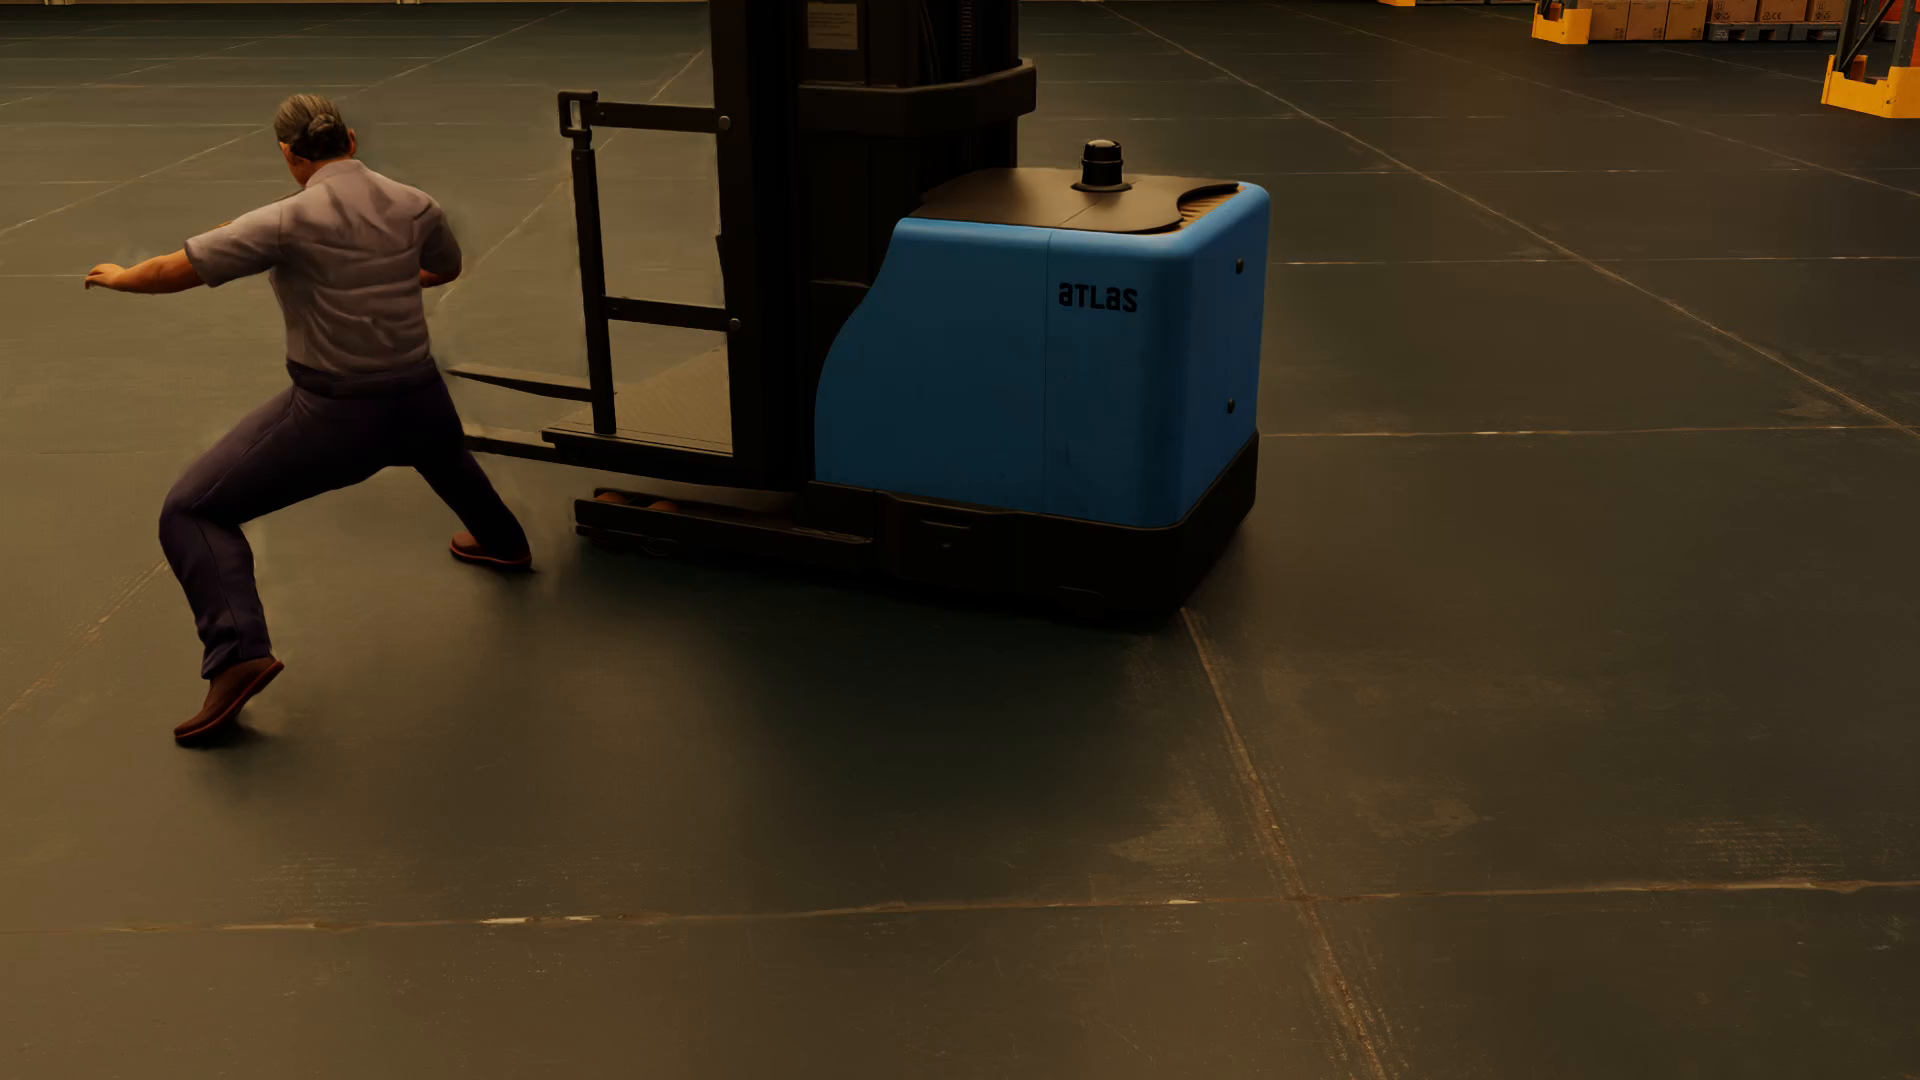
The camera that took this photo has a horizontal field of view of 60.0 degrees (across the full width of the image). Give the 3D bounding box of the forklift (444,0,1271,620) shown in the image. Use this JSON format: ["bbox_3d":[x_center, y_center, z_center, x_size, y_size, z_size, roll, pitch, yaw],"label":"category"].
[{"bbox_3d":[-0.631,-1.481,4.933,3.031,2.935,1.130,9,23,21],"label":"forklift"}]

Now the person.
[{"bbox_3d":[-1.627,-0.397,4.259,0.687,1.459,1.218,18,28,38],"label":"person"}]
